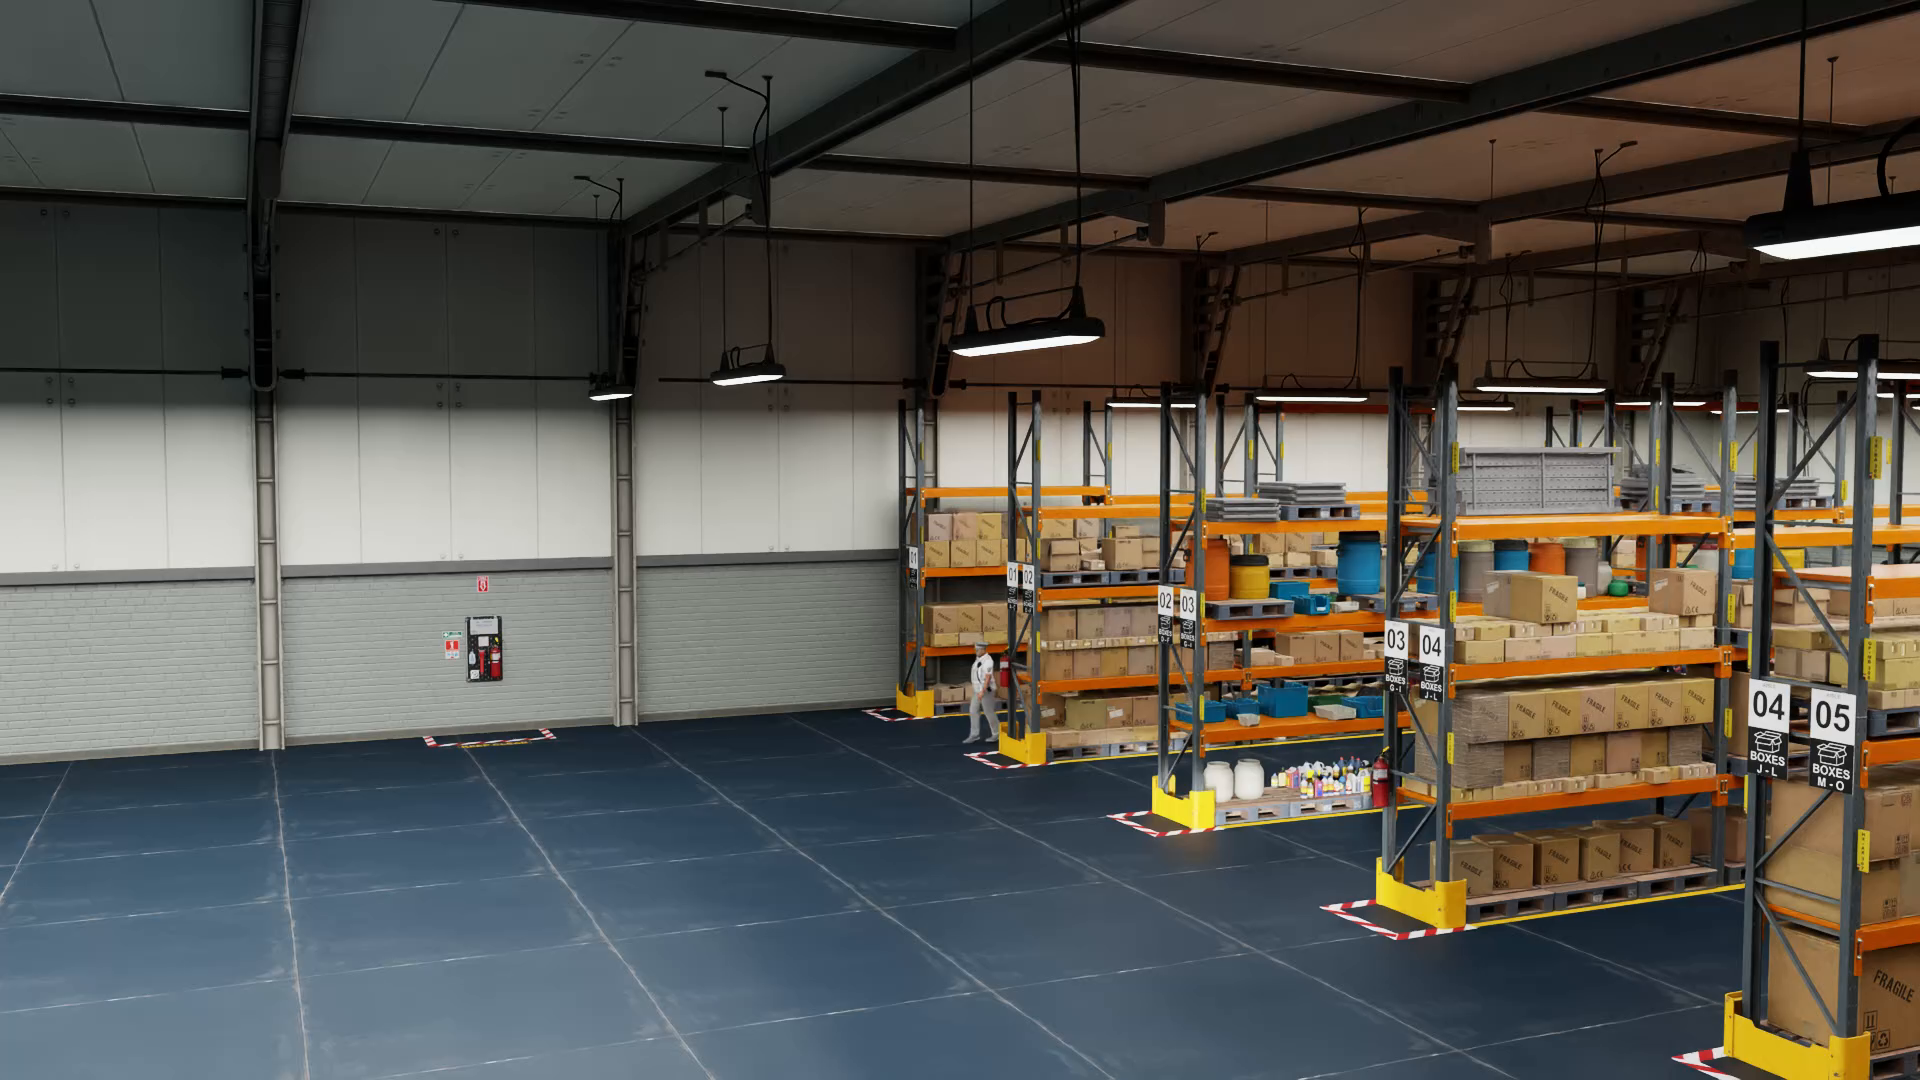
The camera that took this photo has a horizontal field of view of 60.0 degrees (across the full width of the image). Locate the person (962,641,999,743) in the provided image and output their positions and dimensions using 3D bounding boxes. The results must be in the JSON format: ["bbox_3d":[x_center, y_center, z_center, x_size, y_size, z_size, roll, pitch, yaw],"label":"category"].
[{"bbox_3d":[0.391,2.630,28.647,0.665,1.775,0.583,-1,4,-22],"label":"person"}]
